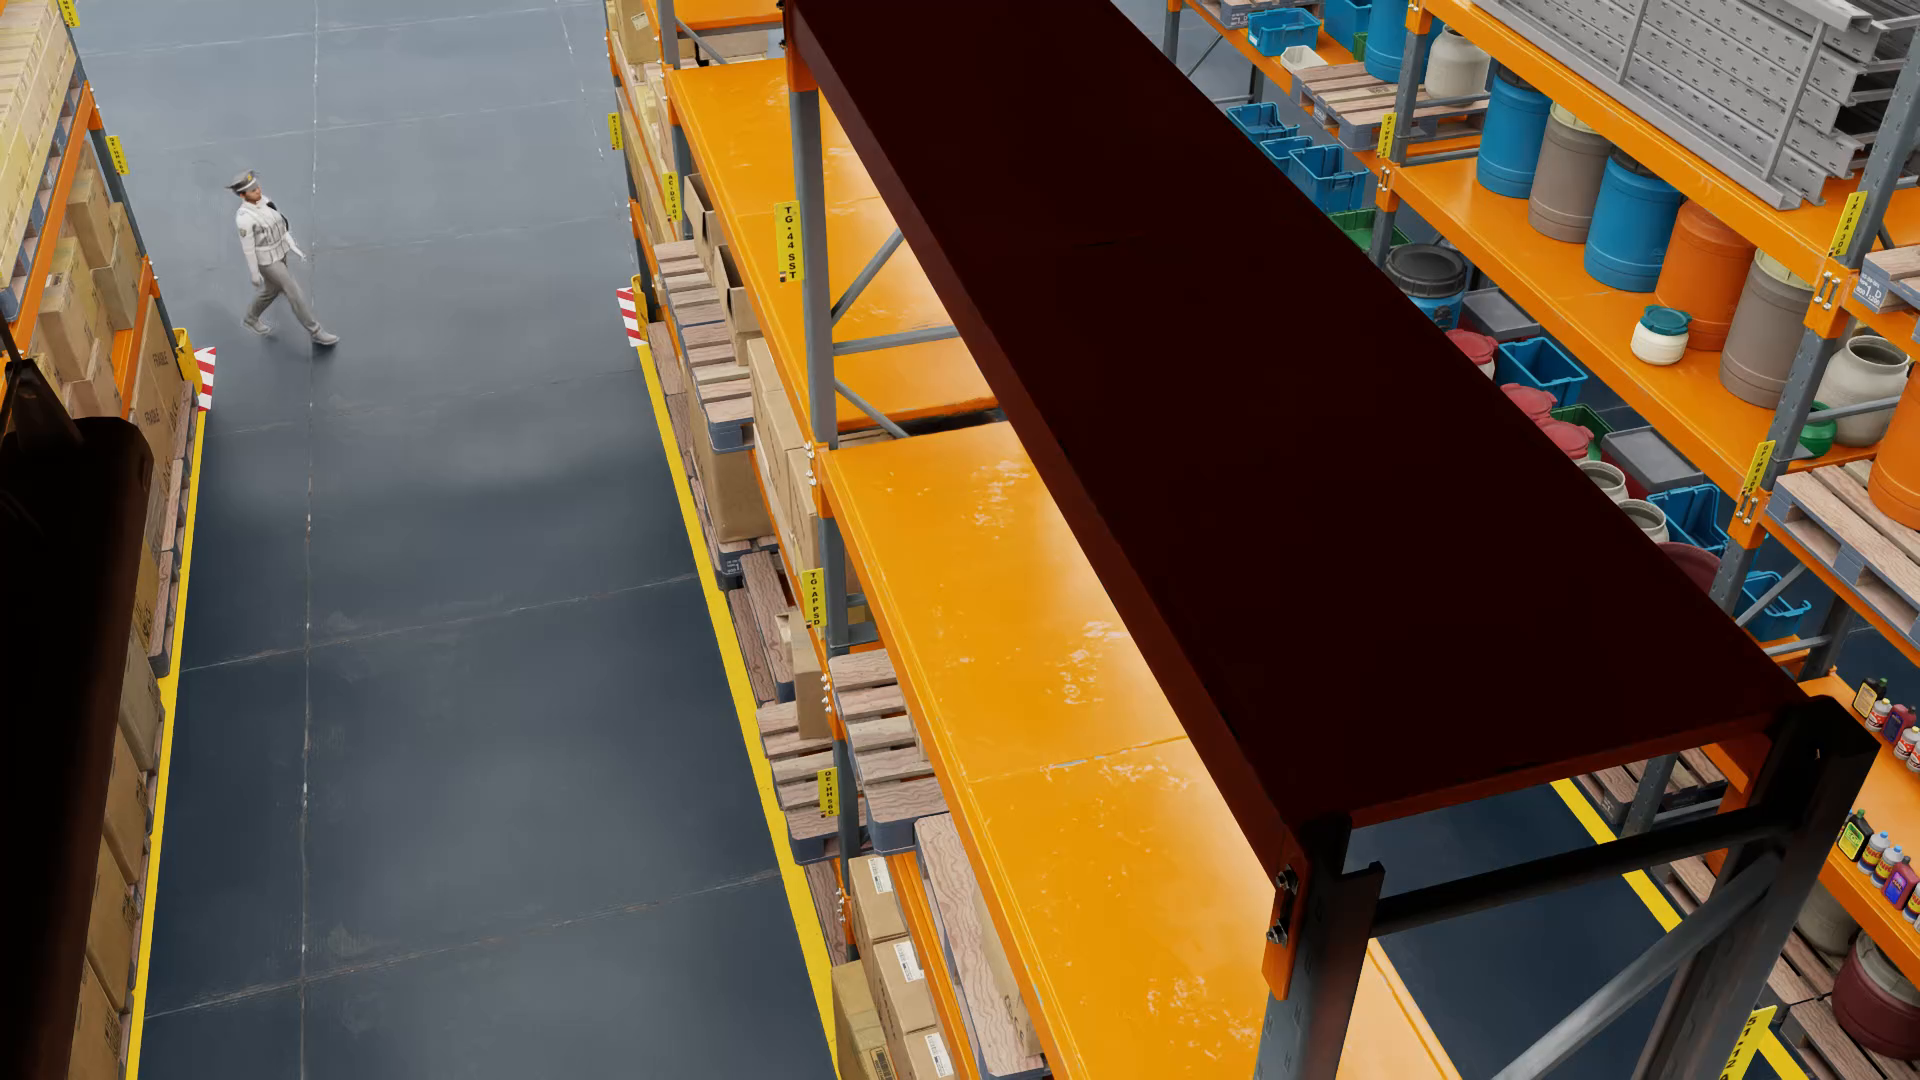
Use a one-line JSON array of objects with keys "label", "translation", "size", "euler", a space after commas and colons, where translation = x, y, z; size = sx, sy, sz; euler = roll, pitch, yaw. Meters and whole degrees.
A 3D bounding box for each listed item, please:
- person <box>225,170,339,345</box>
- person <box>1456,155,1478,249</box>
[{"label": "person", "translation": [-6.071, -2.494, 14.634], "size": [0.934, 1.649, 0.494], "euler": [2, 38, 2]}, {"label": "person", "translation": [5.157, -3.535, 15.865], "size": [0.470, 1.790, 0.604], "euler": [-12, 40, -14]}]
